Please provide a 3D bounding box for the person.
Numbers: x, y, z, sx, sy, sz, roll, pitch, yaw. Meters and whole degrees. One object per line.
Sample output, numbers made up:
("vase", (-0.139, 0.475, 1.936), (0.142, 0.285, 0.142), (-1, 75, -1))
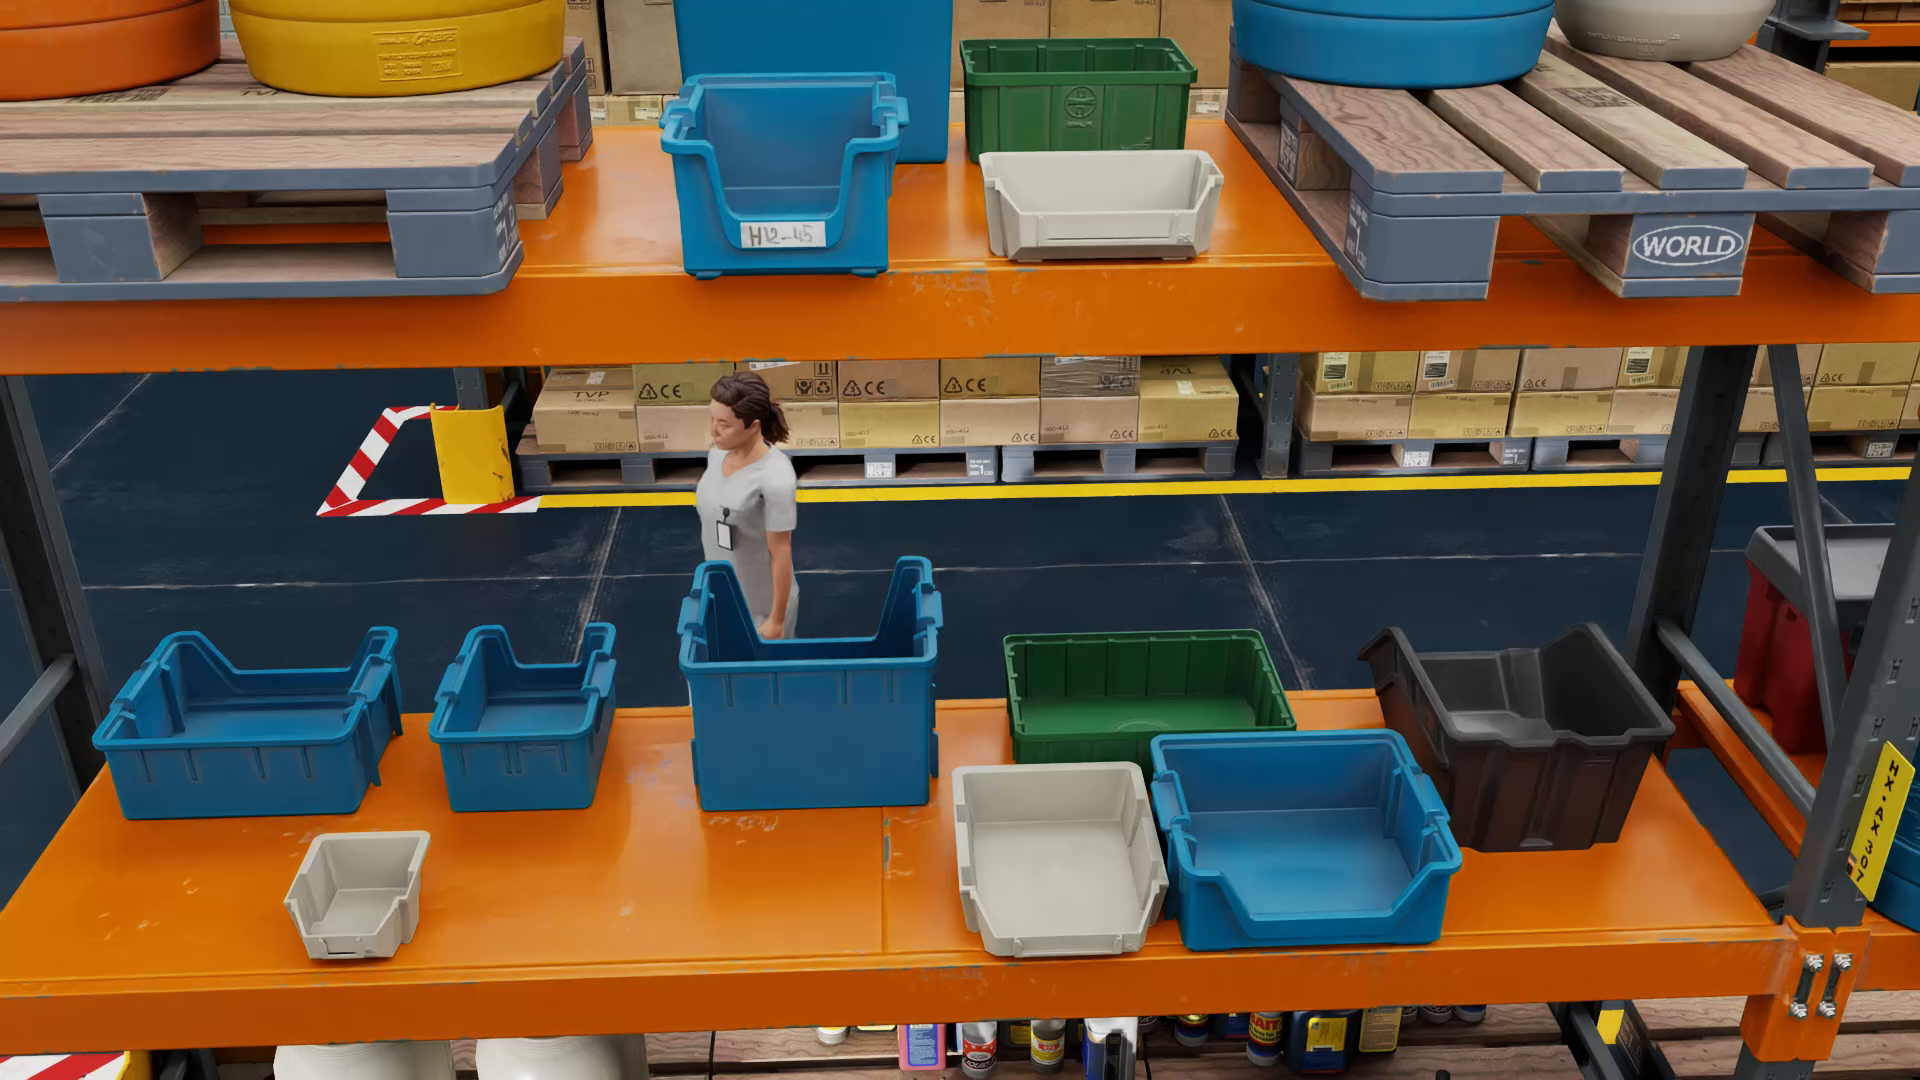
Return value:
("person", (-0.727, 0.203, 5.726), (0.668, 1.663, 0.481), (-23, 36, -37))
